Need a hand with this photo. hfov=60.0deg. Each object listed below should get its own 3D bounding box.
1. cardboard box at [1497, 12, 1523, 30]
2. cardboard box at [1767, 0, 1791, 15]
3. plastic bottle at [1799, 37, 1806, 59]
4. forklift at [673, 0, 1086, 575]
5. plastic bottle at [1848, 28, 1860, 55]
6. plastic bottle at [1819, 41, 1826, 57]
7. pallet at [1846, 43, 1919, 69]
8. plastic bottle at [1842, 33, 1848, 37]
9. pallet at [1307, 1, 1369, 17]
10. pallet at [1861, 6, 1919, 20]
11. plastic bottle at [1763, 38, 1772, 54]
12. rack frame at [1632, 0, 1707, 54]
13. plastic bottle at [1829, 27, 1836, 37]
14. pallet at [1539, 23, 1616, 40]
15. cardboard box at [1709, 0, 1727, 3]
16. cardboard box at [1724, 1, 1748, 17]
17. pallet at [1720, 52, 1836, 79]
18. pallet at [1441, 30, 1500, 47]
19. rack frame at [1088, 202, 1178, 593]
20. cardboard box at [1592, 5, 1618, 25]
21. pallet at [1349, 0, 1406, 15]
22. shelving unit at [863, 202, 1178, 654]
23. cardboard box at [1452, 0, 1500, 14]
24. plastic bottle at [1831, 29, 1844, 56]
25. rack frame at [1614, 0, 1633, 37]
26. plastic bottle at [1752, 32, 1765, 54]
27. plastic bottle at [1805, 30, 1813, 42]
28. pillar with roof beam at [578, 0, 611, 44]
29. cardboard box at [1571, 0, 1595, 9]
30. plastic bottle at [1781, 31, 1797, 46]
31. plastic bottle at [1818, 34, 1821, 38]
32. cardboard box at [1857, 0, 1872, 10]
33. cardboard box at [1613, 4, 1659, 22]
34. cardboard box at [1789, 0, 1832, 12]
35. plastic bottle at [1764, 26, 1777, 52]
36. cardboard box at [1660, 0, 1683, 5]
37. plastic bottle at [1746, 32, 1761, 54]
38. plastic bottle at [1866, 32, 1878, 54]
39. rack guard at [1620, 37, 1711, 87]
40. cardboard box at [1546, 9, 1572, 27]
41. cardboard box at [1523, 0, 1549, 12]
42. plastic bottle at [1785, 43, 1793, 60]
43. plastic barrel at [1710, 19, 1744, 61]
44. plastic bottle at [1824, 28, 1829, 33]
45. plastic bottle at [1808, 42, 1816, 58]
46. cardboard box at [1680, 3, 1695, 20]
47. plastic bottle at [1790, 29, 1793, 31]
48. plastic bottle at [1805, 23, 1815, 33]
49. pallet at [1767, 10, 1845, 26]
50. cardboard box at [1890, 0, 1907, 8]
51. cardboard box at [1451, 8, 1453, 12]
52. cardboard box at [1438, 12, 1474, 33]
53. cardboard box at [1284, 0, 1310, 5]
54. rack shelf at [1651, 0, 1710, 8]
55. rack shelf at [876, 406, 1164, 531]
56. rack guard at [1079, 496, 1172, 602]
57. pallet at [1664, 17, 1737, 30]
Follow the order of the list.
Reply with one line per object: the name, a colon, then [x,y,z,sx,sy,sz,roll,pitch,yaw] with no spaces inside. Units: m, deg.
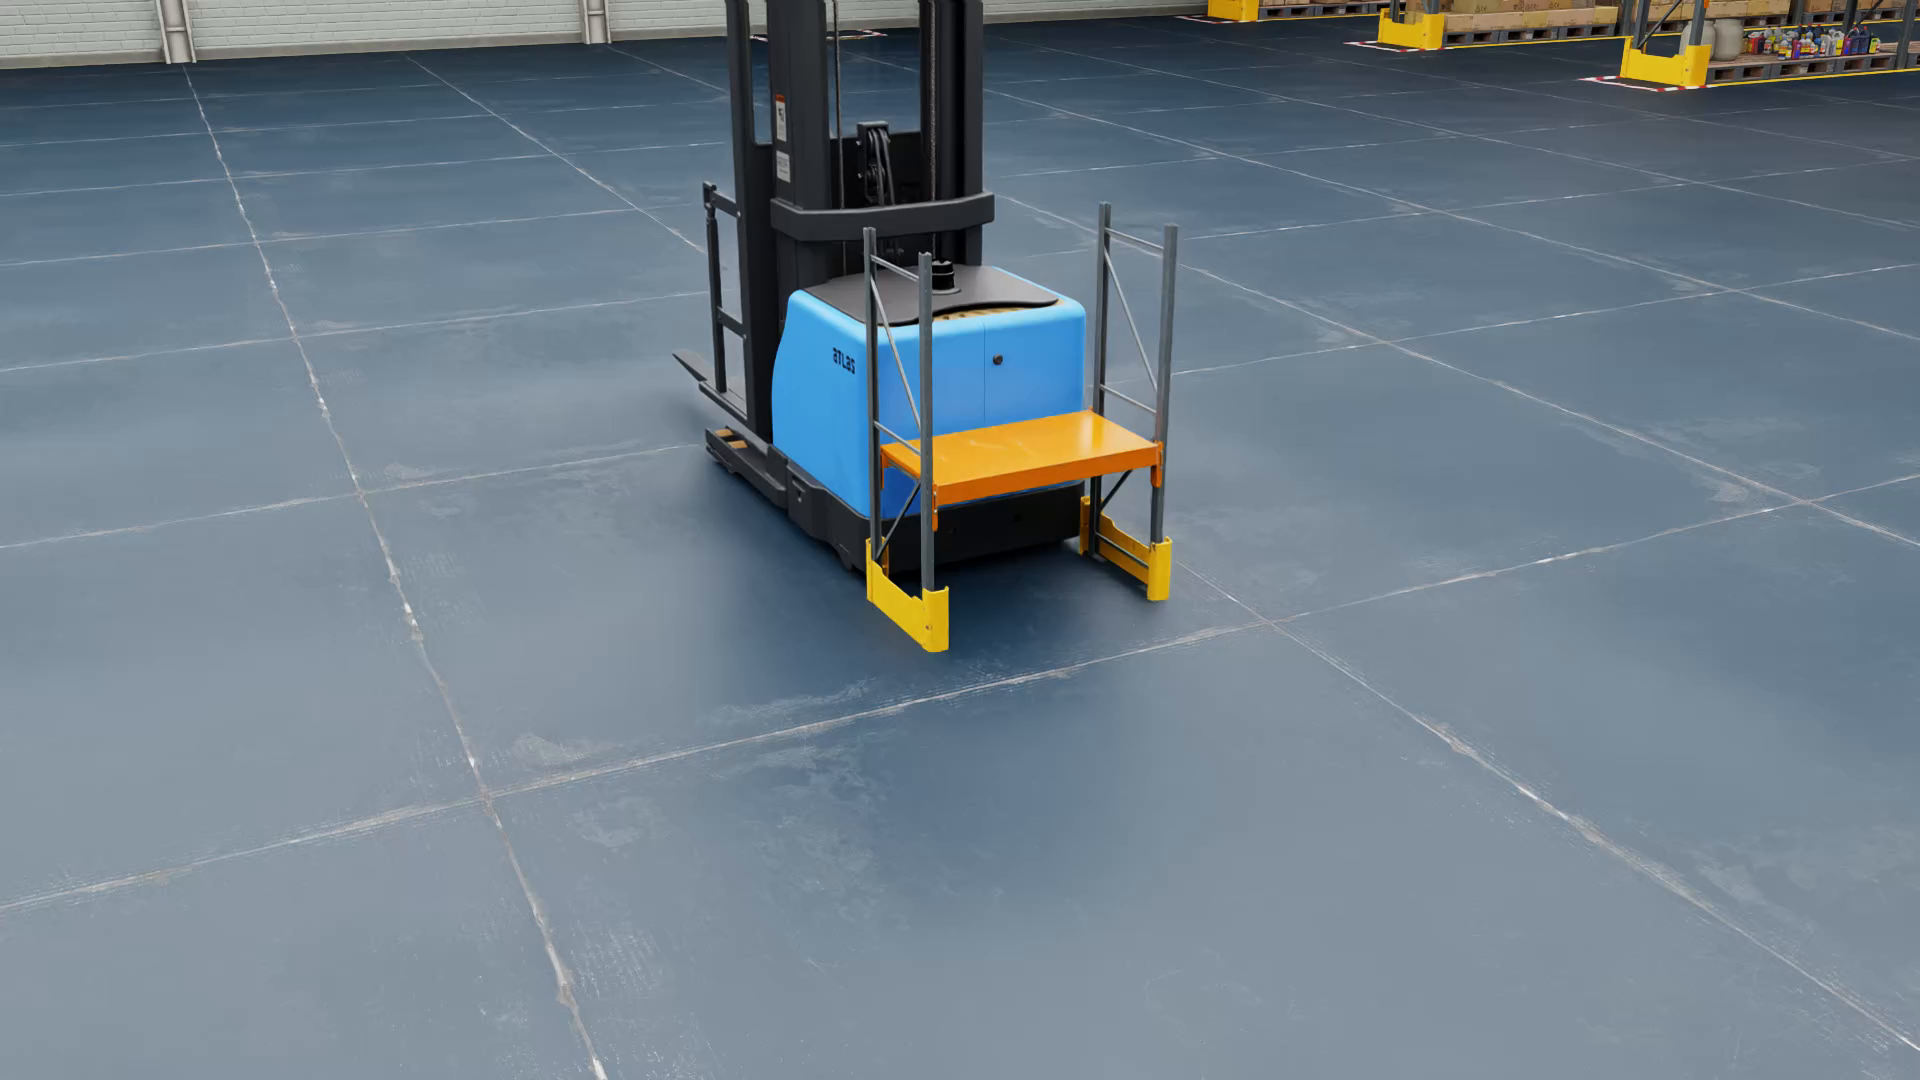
cardboard box: [8.473,-8.181,26.138,0.500,0.250,0.500,-10,25,-24]
cardboard box: [13.834,-9.158,28.497,0.500,0.250,0.500,-10,24,-22]
plastic bottle: [11.217,-6.563,22.176,0.097,0.271,0.097,0,22,0]
forklift: [-0.593,-1.738,7.616,1.130,2.935,3.031,-11,25,-25]
plastic bottle: [12.115,-6.775,22.585,0.185,0.351,0.144,-12,25,-26]
plastic bottle: [11.581,-6.598,22.352,0.097,0.201,0.097,0,22,0]
pallet: [13.434,-6.889,23.617,1.213,0.211,1.003,-10,25,-24]
plastic bottle: [12.028,-6.788,22.712,0.135,0.276,0.152,-10,25,-24]
pallet: [6.756,-9.832,30.727,1.213,0.211,1.003,-10,25,-24]
pallet: [17.090,-9.632,30.244,1.213,0.211,1.003,-10,25,-24]
plastic bottle: [11.039,-6.752,22.723,0.097,0.201,0.097,0,22,0]
rack frame: [9.139,-7.371,21.134,0.127,3.000,1.000,-10,25,-24]
plastic bottle: [12.266,-7.075,23.412,0.097,0.271,0.097,0,22,0]
pallet: [9.864,-8.336,27.112,1.213,0.211,1.003,-10,25,-24]
cardboard box: [12.463,-9.163,27.776,0.500,0.311,0.500,-10,24,-22]
cardboard box: [12.917,-8.988,28.088,0.500,0.250,0.500,-10,24,-22]
pallet: [11.019,-6.445,22.543,1.213,0.211,1.003,-10,25,-24]
pallet: [7.665,-7.931,26.134,1.213,0.211,1.003,-10,25,-24]
rack frame: [0.675,-0.549,6.614,0.032,1.500,0.500,-11,25,-25]
cardboard box: [10.275,-8.513,26.940,0.500,0.250,0.500,-10,25,-24]
pallet: [7.857,-10.036,31.220,1.213,0.211,1.003,-10,25,-24]
shelving unit: [0.233,-0.460,6.400,1.083,1.500,0.587,-11,25,-25]
cardboard box: [8.023,-8.444,25.793,0.500,0.500,0.500,-10,25,-24]
plastic bottle: [11.824,-6.722,22.455,0.185,0.351,0.144,-11,25,-24]
rack frame: [10.598,-9.742,26.862,0.127,3.000,1.000,-10,25,-24]
plastic bottle: [10.889,-6.770,22.660,0.133,0.283,0.061,-10,25,-24]
plastic bottle: [11.758,-6.920,23.038,0.097,0.271,0.097,0,22,0]
pillar with roof beam: [-3.848,-10.497,20.843,0.400,9.000,9.100,-10,25,-24]
cardboard box: [9.820,-8.781,26.606,0.500,0.500,0.500,-10,25,-24]
plastic bottle: [11.370,-6.839,22.837,0.135,0.276,0.152,-10,25,-24]
plastic bottle: [11.629,-6.702,22.495,0.133,0.283,0.061,-10,25,-24]
cardboard box: [15.660,-9.601,29.215,0.500,0.500,0.500,-11,25,-24]
cardboard box: [11.069,-8.647,27.263,0.500,0.250,0.500,-11,25,-25]
cardboard box: [14.737,-9.431,28.804,0.500,0.500,0.500,-9,24,-21]
plastic bottle: [11.115,-6.890,22.861,0.185,0.351,0.144,-9,24,-21]
cardboard box: [11.532,-8.988,27.355,0.500,0.311,0.500,-11,25,-24]
plastic bottle: [10.843,-6.803,22.750,0.135,0.276,0.152,-10,25,-23]
plastic bottle: [12.453,-6.789,22.705,0.133,0.283,0.061,-9,24,-21]
rack guard: [9.187,-6.244,21.682,0.348,0.500,1.175,-10,25,-24]
cardboard box: [9.376,-8.346,26.535,0.500,0.250,0.500,-10,25,-24]
cardboard box: [8.926,-8.609,26.190,0.500,0.500,0.500,-10,25,-24]
plastic bottle: [11.001,-6.491,22.094,0.097,0.201,0.097,0,22,0]
plastic barrel: [10.150,-6.634,22.058,0.421,0.512,0.421,0,22,0]
plastic bottle: [12.033,-6.981,23.169,0.133,0.283,0.061,-10,25,-24]
plastic bottle: [11.396,-6.564,22.269,0.097,0.201,0.097,0,22,0]
cardboard box: [11.996,-8.818,27.677,0.500,0.250,0.500,-11,25,-25]
plastic bottle: [11.499,-6.947,23.087,0.133,0.283,0.061,-9,24,-21]
plastic bottle: [11.836,-7.023,23.181,0.185,0.351,0.144,-10,24,-22]
pallet: [14.892,-9.228,29.266,1.213,0.211,1.003,-10,25,-24]
cardboard box: [16.585,-9.774,29.634,0.500,0.500,0.500,-10,25,-23]
cardboard box: [7.794,-8.280,26.376,0.500,0.250,0.500,-10,25,-24]
cardboard box: [7.574,-8.014,25.735,0.500,0.250,0.500,-10,25,-24]
cardboard box: [6.018,-9.924,30.243,0.500,0.311,0.500,-8,24,-19]
rack shelf: [10.941,-7.370,22.073,4.000,0.370,1.077,-10,25,-24]
rack shelf: [0.225,-0.292,6.465,1.000,0.185,0.538,-11,25,-25]
rack guard: [0.674,0.029,6.853,0.087,0.250,0.587,-11,25,-25]
pallet: [12.346,-8.793,28.216,1.213,0.211,1.003,-10,25,-24]
